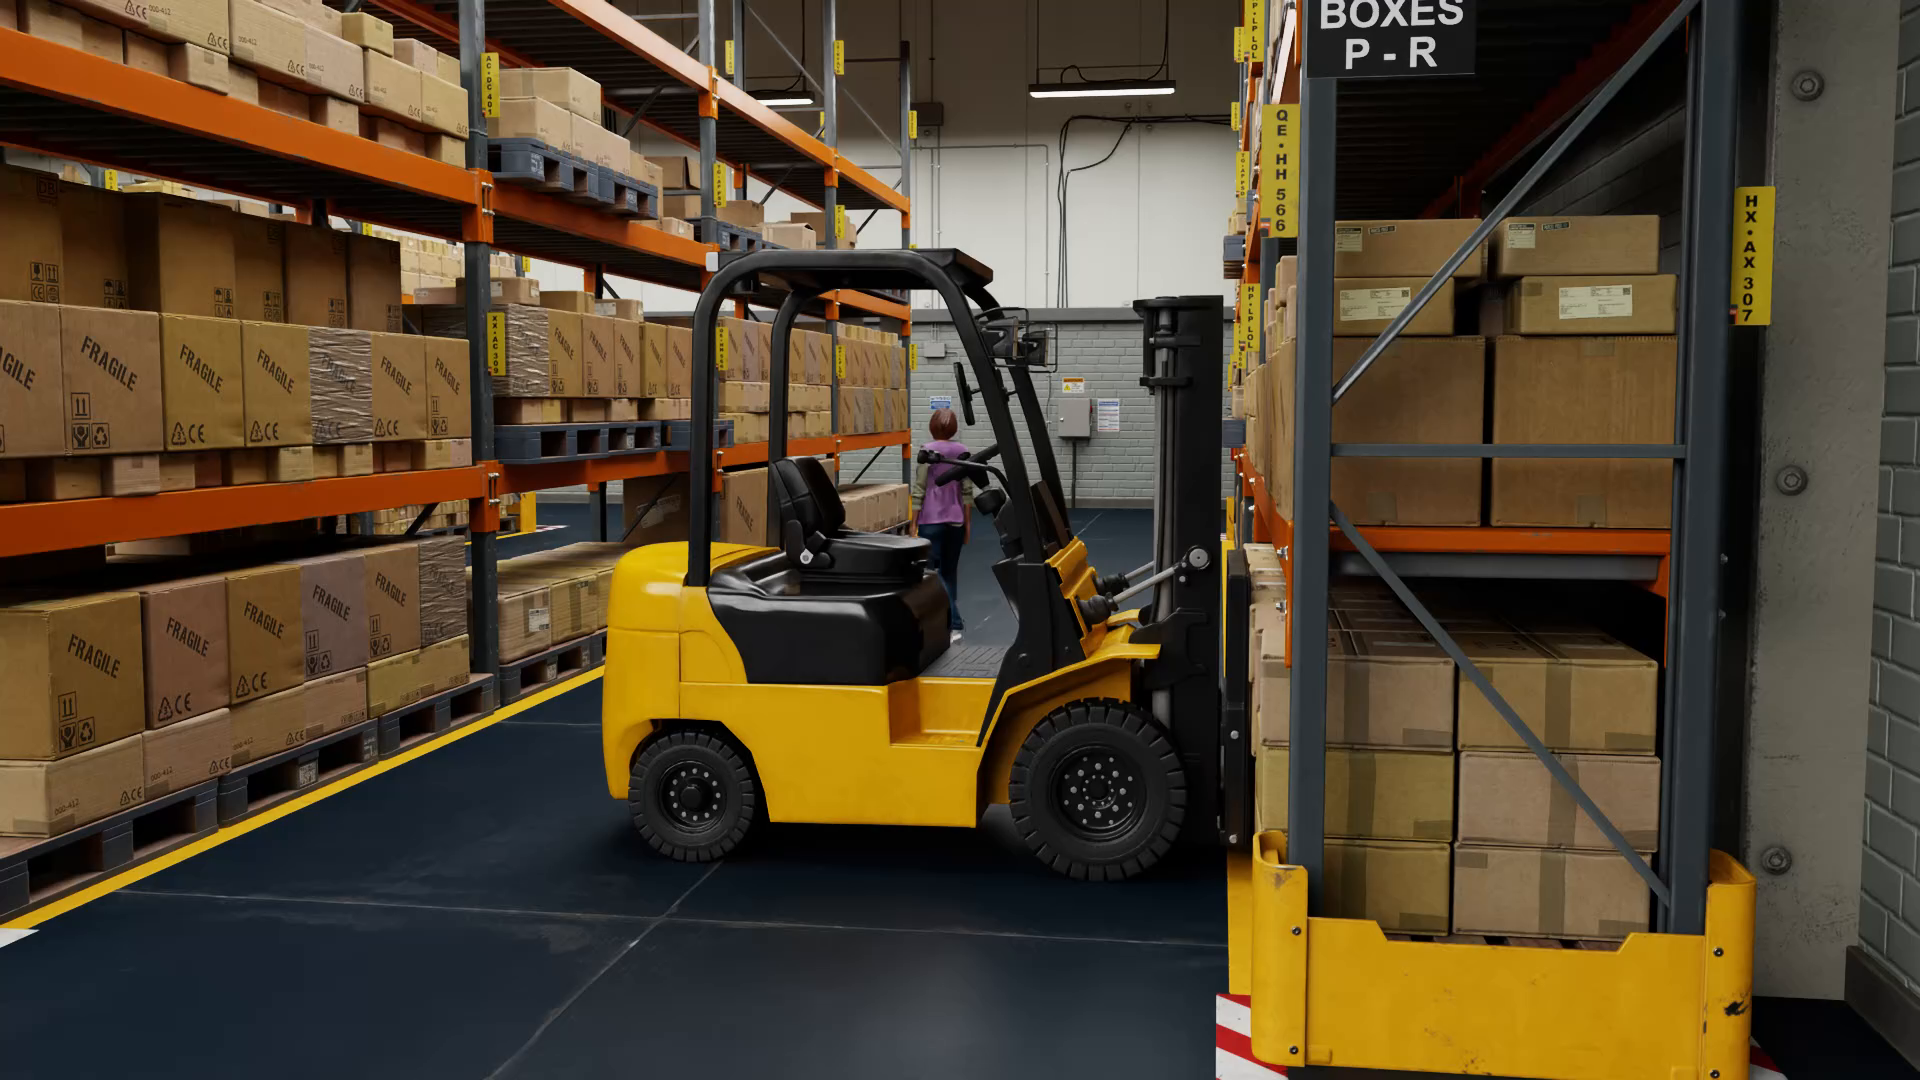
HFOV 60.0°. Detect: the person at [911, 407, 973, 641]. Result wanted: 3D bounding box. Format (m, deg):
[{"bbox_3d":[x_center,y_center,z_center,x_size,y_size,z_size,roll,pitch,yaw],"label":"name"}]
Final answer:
[{"bbox_3d":[-0.106,-0.086,11.125,0.430,1.600,0.557,-2,5,-28],"label":"person"}]
